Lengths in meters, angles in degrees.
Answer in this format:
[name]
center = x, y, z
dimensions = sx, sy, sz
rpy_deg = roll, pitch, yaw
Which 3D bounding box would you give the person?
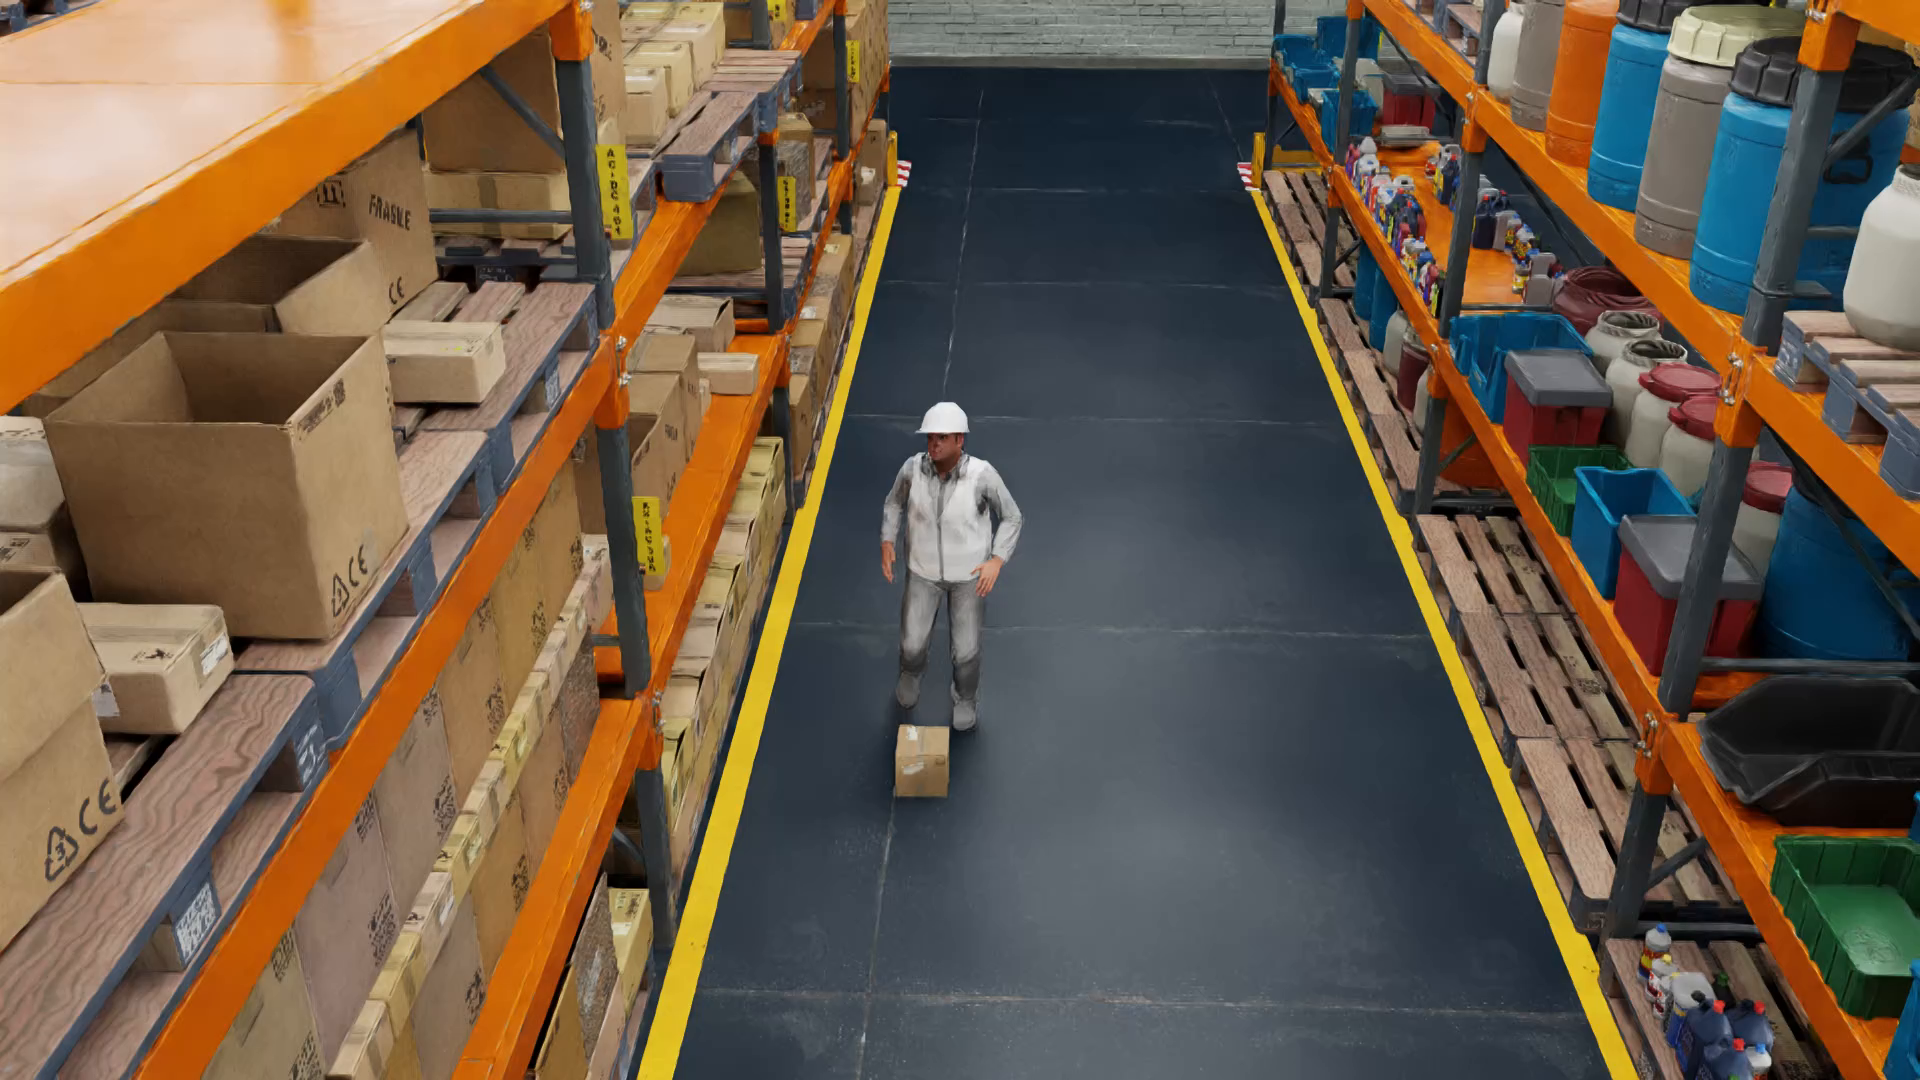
[person]
center = -0.059, 0.155, 8.321
dimensions = 0.716, 1.734, 0.503
rpy_deg = 4, 28, 7
